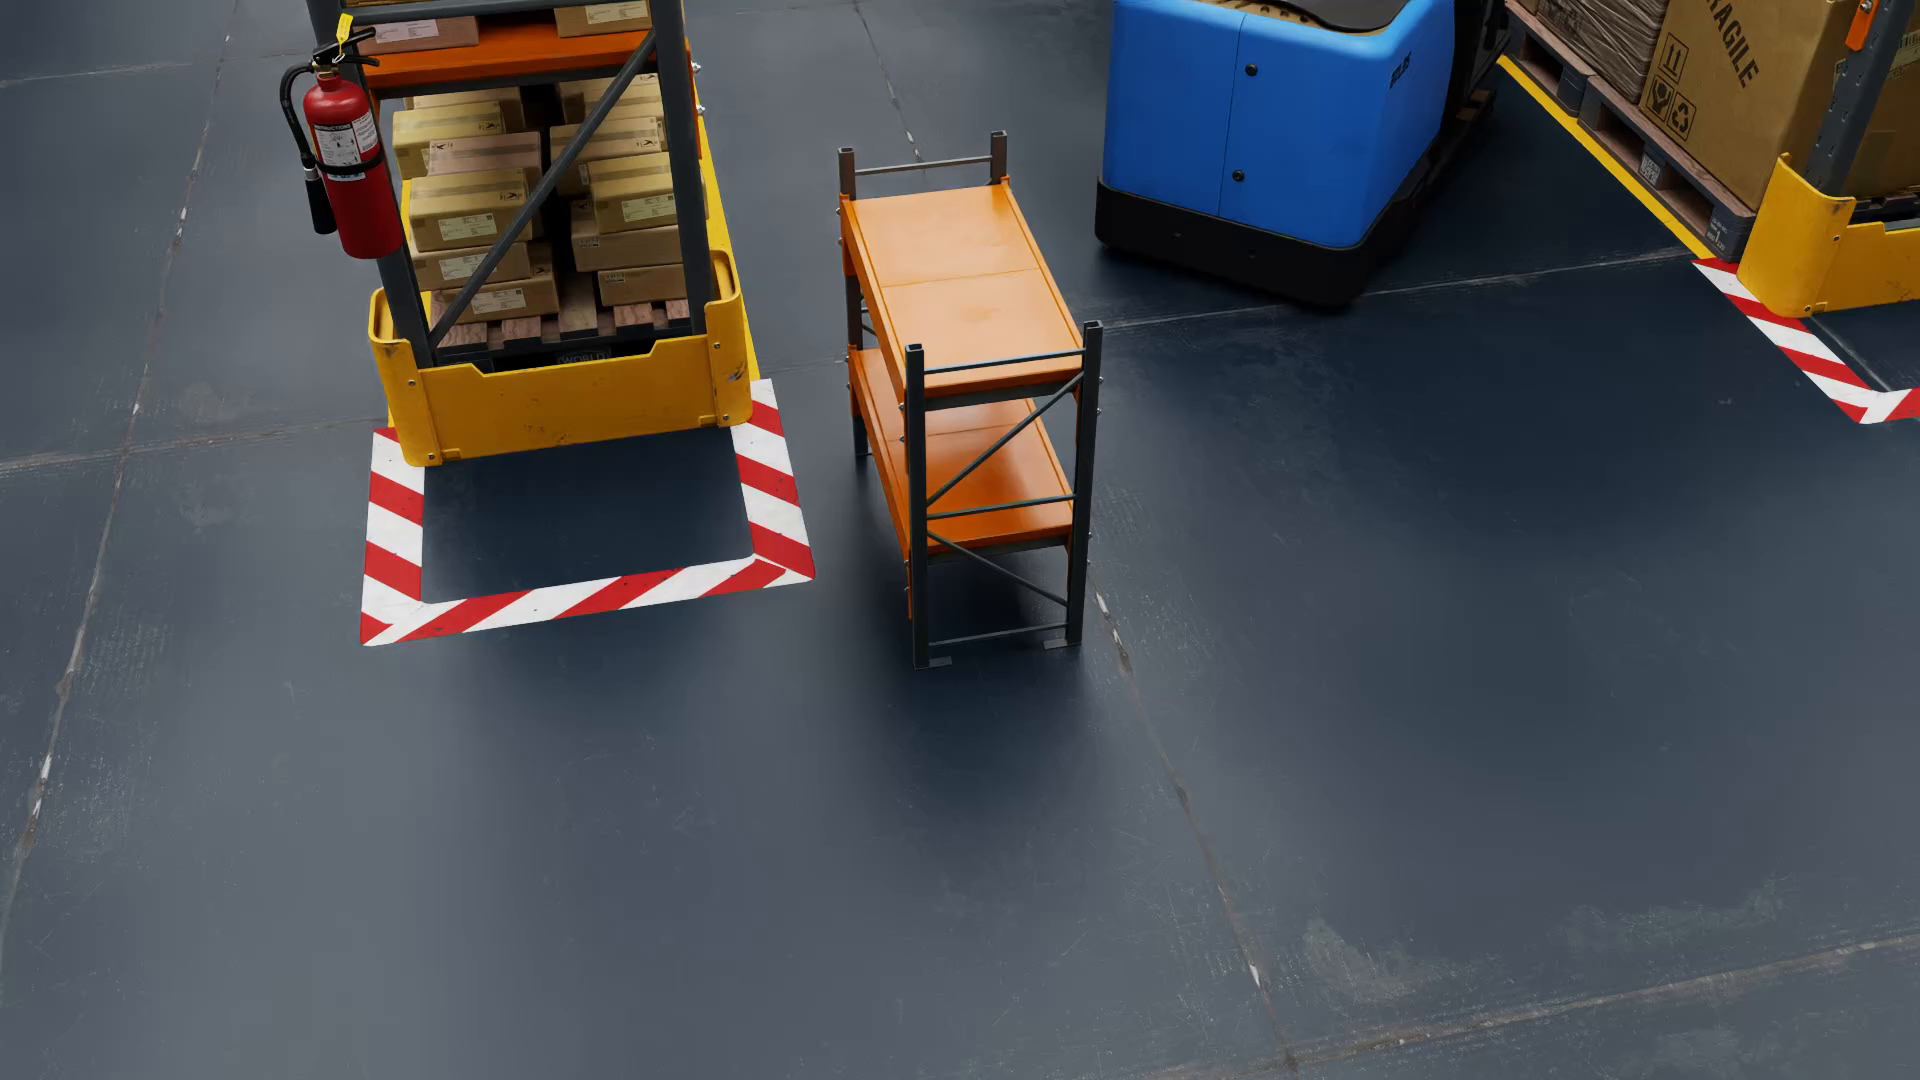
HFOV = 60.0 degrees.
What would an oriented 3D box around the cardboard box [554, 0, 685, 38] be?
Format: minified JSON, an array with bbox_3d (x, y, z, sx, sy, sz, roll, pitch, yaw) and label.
[{"bbox_3d":[-1.044,-1.664,5.054,0.380,0.149,0.250,-9,42,-10],"label":"cardboard box"}]

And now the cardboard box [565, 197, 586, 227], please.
[{"bbox_3d":[-1.292,-1.295,6.281,0.380,0.149,0.250,-8,42,-9],"label":"cardboard box"}]

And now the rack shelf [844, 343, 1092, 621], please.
[{"bbox_3d":[0.001,-0.233,5.034,0.538,0.278,1.000,-8,42,-9],"label":"rack shelf"}]

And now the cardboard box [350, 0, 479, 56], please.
[{"bbox_3d":[-1.641,-1.578,4.957,0.380,0.149,0.250,-8,42,-9],"label":"cardboard box"}]

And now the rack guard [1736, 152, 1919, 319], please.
[{"bbox_3d":[3.576,-1.196,6.220,1.175,0.500,0.348,-8,42,-9],"label":"rack guard"}]

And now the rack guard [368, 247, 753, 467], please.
[{"bbox_3d":[-1.311,-0.615,5.567,1.175,0.500,0.348,-8,42,-9],"label":"rack guard"}]

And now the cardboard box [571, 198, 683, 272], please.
[{"bbox_3d":[-1.157,-1.079,5.814,0.380,0.149,0.250,-7,42,-7],"label":"cardboard box"}]

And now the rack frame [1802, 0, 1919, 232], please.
[{"bbox_3d":[3.570,-2.146,5.408,1.000,3.000,0.127,-8,42,-9],"label":"rack frame"}]

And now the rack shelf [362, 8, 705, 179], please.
[{"bbox_3d":[-1.726,-2.528,6.381,1.077,0.370,4.000,-8,42,-9],"label":"rack shelf"}]

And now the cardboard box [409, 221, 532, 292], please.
[{"bbox_3d":[-1.687,-1.004,5.729,0.380,0.149,0.250,-9,42,-10],"label":"cardboard box"}]

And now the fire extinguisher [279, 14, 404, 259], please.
[{"bbox_3d":[-1.691,-1.103,4.572,0.296,0.674,0.183,-8,42,-9],"label":"fire extinguisher"}]

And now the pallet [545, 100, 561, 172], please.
[{"bbox_3d":[-1.712,-1.828,7.151,1.003,0.211,1.213,-8,42,-9],"label":"pallet"}]

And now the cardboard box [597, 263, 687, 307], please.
[{"bbox_3d":[-1.095,-0.977,5.923,0.380,0.149,0.250,-8,42,-8],"label":"cardboard box"}]

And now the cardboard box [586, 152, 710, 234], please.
[{"bbox_3d":[-1.076,-1.203,5.728,0.380,0.149,0.250,-10,43,-11],"label":"cardboard box"}]

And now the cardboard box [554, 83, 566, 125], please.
[{"bbox_3d":[-1.400,-1.751,6.570,0.380,0.149,0.250,-10,43,-11],"label":"cardboard box"}]

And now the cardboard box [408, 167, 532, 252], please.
[{"bbox_3d":[-1.656,-1.121,5.637,0.380,0.149,0.250,-8,42,-9],"label":"cardboard box"}]

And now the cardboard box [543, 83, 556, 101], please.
[{"bbox_3d":[-1.498,-1.921,6.762,0.380,0.149,0.250,-6,42,-7],"label":"cardboard box"}]

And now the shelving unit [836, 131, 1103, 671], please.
[{"bbox_3d":[0.001,-0.416,4.872,0.538,1.125,1.048,-8,42,-9],"label":"shelving unit"}]

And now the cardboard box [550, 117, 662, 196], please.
[{"bbox_3d":[-1.253,-1.364,5.910,0.380,0.149,0.250,-8,42,-9],"label":"cardboard box"}]

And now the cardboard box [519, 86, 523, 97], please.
[{"bbox_3d":[-1.962,-1.844,6.674,0.380,0.149,0.250,-6,42,-7],"label":"cardboard box"}]

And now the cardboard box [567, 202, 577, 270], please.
[{"bbox_3d":[-1.231,-1.135,6.101,0.380,0.149,0.250,-9,42,-9],"label":"cardboard box"}]

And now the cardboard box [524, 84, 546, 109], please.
[{"bbox_3d":[-1.942,-1.908,6.971,0.380,0.149,0.250,-7,42,-8],"label":"cardboard box"}]

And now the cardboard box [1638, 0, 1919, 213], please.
[{"bbox_3d":[3.354,-1.912,6.429,0.875,0.875,0.875,-8,42,-9],"label":"cardboard box"}]

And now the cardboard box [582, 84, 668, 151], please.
[{"bbox_3d":[-1.182,-1.546,6.115,0.380,0.149,0.250,-8,42,-9],"label":"cardboard box"}]

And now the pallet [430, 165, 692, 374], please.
[{"bbox_3d":[-1.452,-1.039,6.262,1.003,0.211,1.213,-8,42,-9],"label":"pallet"}]

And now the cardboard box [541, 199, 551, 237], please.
[{"bbox_3d":[-1.739,-1.239,6.217,0.380,0.149,0.250,-9,42,-9],"label":"cardboard box"}]

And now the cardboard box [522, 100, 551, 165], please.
[{"bbox_3d":[-1.758,-1.530,6.321,0.380,0.149,0.250,-9,42,-10],"label":"cardboard box"}]

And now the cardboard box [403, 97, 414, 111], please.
[{"bbox_3d":[-1.941,-1.785,6.384,0.380,0.149,0.250,-7,42,-8],"label":"cardboard box"}]

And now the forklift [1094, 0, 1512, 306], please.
[{"bbox_3d":[1.684,-2.922,6.334,1.130,2.935,3.031,20,45,21],"label":"forklift"}]

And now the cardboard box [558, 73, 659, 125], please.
[{"bbox_3d":[-1.316,-1.695,6.283,0.380,0.149,0.250,-10,43,-11],"label":"cardboard box"}]

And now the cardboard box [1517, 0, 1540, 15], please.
[{"bbox_3d":[2.966,-3.079,7.743,0.875,0.875,0.875,-8,42,-9],"label":"cardboard box"}]

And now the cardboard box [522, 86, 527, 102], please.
[{"bbox_3d":[-1.961,-1.734,6.775,0.380,0.149,0.250,-8,42,-8],"label":"cardboard box"}]

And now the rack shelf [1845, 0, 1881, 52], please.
[{"bbox_3d":[3.139,-3.174,7.107,1.077,0.370,4.000,-8,42,-9],"label":"rack shelf"}]

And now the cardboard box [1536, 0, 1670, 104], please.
[{"bbox_3d":[3.158,-2.502,7.093,0.875,0.875,0.875,-8,42,-9],"label":"cardboard box"}]

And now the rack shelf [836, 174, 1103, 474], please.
[{"bbox_3d":[0.001,-0.635,4.677,0.538,0.278,1.000,-8,42,-9],"label":"rack shelf"}]

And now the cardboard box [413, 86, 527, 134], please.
[{"bbox_3d":[-1.828,-1.619,6.197,0.380,0.149,0.250,-10,43,-11],"label":"cardboard box"}]

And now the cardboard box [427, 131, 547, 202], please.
[{"bbox_3d":[-1.654,-1.292,5.829,0.380,0.149,0.250,-8,42,-8],"label":"cardboard box"}]

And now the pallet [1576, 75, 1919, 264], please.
[{"bbox_3d":[3.321,-1.610,6.905,1.003,0.211,1.213,-8,42,-9],"label":"pallet"}]

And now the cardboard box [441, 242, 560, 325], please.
[{"bbox_3d":[-1.612,-0.903,5.839,0.380,0.149,0.250,-8,42,-9],"label":"cardboard box"}]

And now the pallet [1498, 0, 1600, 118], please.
[{"bbox_3d":[3.062,-2.400,7.794,1.003,0.211,1.213,-8,42,-9],"label":"pallet"}]

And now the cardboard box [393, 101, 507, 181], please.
[{"bbox_3d":[-1.834,-1.442,5.998,0.380,0.149,0.250,-9,42,-10],"label":"cardboard box"}]

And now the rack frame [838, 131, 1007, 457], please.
[{"bbox_3d":[-0.108,-0.746,5.243,0.500,1.125,0.032,-8,42,-9],"label":"rack frame"}]

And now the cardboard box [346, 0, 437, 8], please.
[{"bbox_3d":[-1.643,-1.904,4.836,0.500,0.500,0.500,-8,42,-8],"label":"cardboard box"}]

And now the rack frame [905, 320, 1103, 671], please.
[{"bbox_3d":[0.111,-0.087,4.500,0.500,1.125,0.032,-8,42,-9],"label":"rack frame"}]

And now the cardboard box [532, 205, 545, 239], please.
[{"bbox_3d":[-1.691,-1.181,5.929,0.380,0.149,0.250,-9,42,-10],"label":"cardboard box"}]

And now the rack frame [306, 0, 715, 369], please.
[{"bbox_3d":[-1.294,-1.501,4.681,1.000,3.000,0.127,-8,42,-9],"label":"rack frame"}]

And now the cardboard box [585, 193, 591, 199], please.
[{"bbox_3d":[-1.161,-1.265,6.023,0.380,0.149,0.250,-9,42,-9],"label":"cardboard box"}]

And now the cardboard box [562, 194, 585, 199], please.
[{"bbox_3d":[-1.300,-1.411,6.187,0.380,0.149,0.250,-8,42,-9],"label":"cardboard box"}]
